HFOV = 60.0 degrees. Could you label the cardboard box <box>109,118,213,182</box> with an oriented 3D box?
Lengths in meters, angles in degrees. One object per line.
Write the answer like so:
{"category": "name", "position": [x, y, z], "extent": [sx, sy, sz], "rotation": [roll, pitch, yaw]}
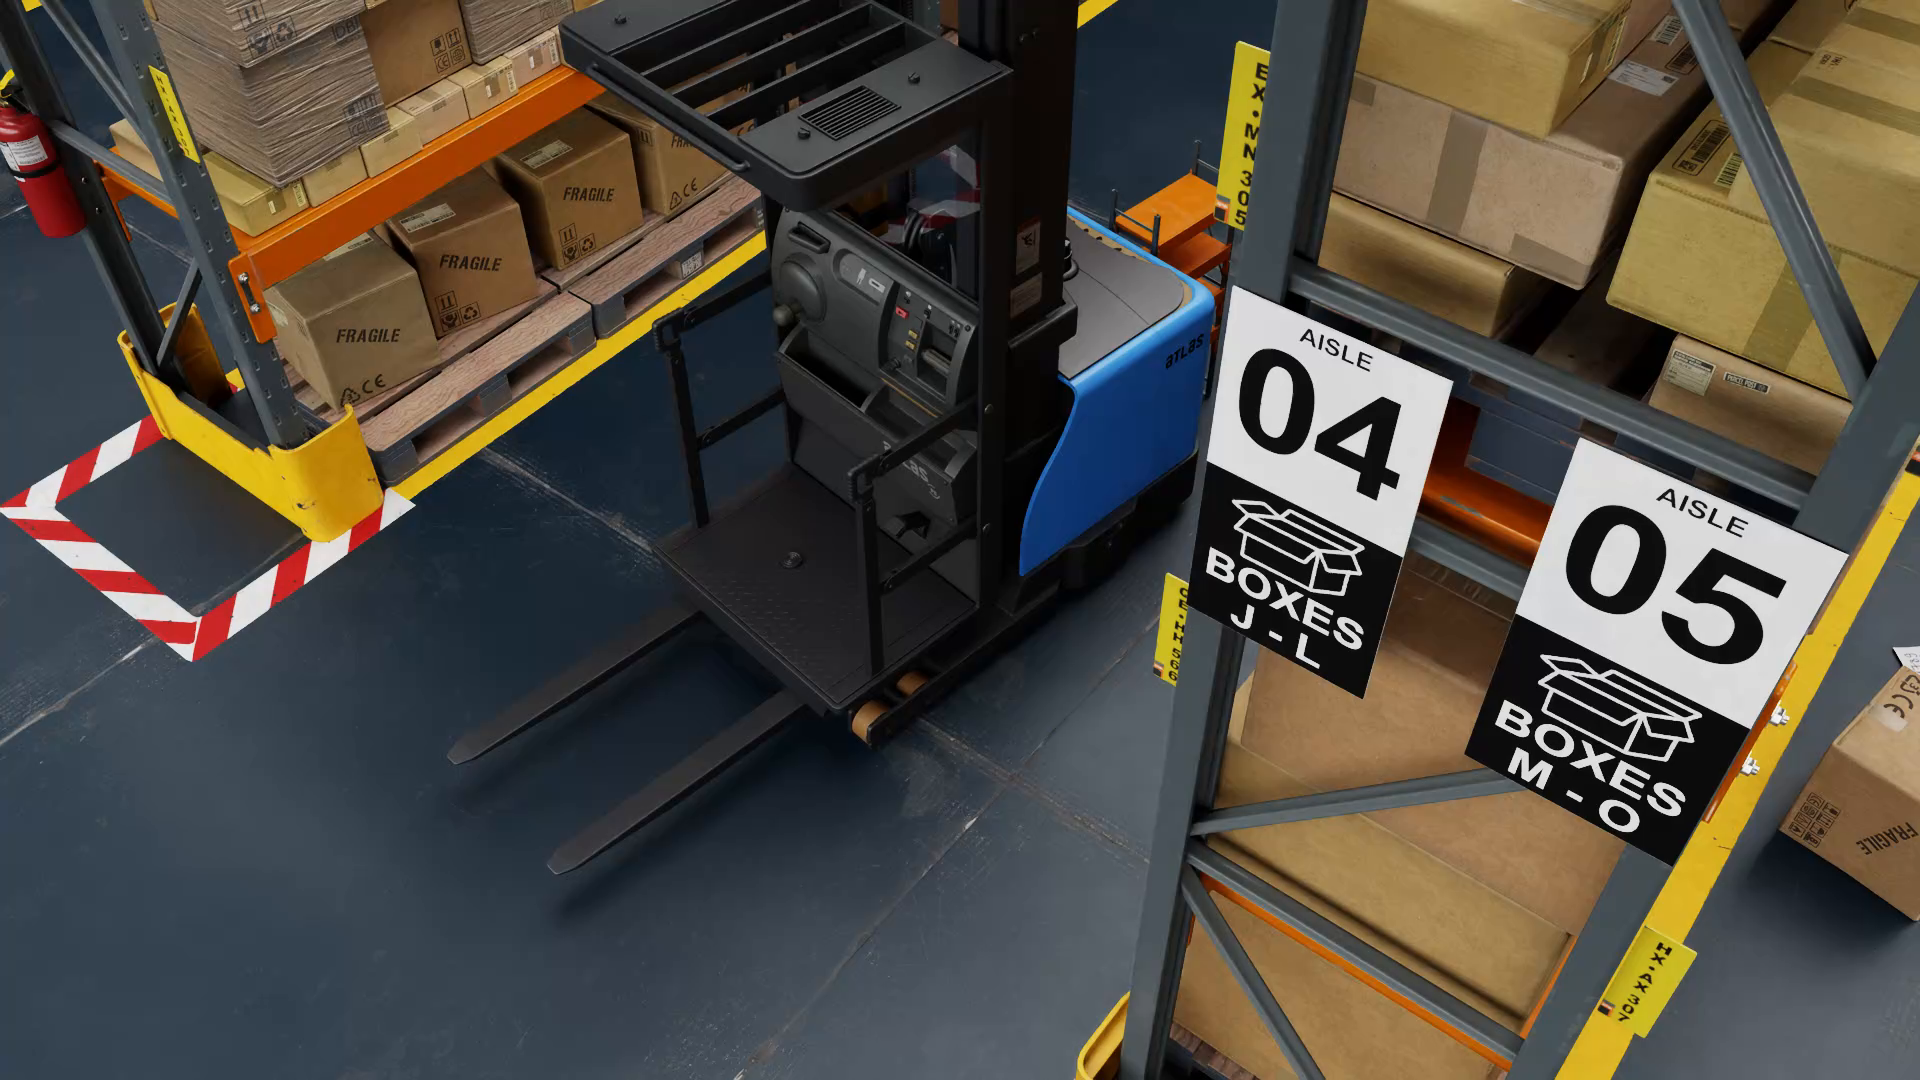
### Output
{"category": "cardboard box", "position": [-2.967, -1.487, 6.269], "extent": [0.380, 0.149, 0.250], "rotation": [29, 53, 25]}

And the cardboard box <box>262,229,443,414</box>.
{"category": "cardboard box", "position": [-2.583, -0.950, 7.022], "extent": [0.500, 0.500, 0.500], "rotation": [-33, 54, -27]}

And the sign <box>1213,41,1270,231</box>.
{"category": "sign", "position": [0.465, -0.631, 2.646], "extent": [0.100, 0.325, 0.005], "rotation": [29, 53, 25]}

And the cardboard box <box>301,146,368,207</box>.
{"category": "cardboard box", "position": [-2.447, -1.424, 6.210], "extent": [0.380, 0.149, 0.250], "rotation": [29, 53, 25]}

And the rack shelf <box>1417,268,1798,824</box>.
{"category": "rack shelf", "position": [2.108, -1.000, 4.054], "extent": [1.077, 0.370, 4.000], "rotation": [29, 53, 25]}

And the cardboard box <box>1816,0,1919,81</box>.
{"category": "cardboard box", "position": [1.496, -0.666, 2.500], "extent": [0.380, 0.149, 0.250], "rotation": [29, 53, 25]}

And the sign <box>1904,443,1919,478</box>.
{"category": "sign", "position": [1.321, -0.185, 2.119], "extent": [0.100, 0.325, 0.005], "rotation": [29, 53, 25]}

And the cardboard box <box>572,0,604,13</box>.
{"category": "cardboard box", "position": [-1.754, -2.646, 6.928], "extent": [0.875, 0.500, 0.500], "rotation": [29, 53, 25]}

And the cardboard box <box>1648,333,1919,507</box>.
{"category": "cardboard box", "position": [1.349, -0.252, 2.656], "extent": [0.380, 0.149, 0.250], "rotation": [30, 53, 25]}

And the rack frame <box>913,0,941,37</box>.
{"category": "rack frame", "position": [-0.532, -3.608, 8.122], "extent": [1.000, 3.000, 0.127], "rotation": [29, 53, 25]}

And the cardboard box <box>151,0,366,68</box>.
{"category": "cardboard box", "position": [-2.426, -1.996, 5.616], "extent": [0.500, 0.500, 0.500], "rotation": [29, 53, 25]}

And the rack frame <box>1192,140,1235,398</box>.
{"category": "rack frame", "position": [1.021, -1.109, 6.980], "extent": [0.015, 1.200, 0.240], "rotation": [-35, 55, -29]}

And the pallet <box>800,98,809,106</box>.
{"category": "pallet", "position": [-0.915, -2.245, 8.748], "extent": [1.003, 0.211, 1.213], "rotation": [29, 53, 25]}

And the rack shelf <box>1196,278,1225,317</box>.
{"category": "rack shelf", "position": [0.845, -0.940, 6.912], "extent": [0.480, 0.148, 0.258], "rotation": [-35, 55, -29]}

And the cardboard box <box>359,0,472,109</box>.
{"category": "cardboard box", "position": [-2.409, -2.098, 6.405], "extent": [0.875, 0.500, 0.500], "rotation": [29, 53, 25]}

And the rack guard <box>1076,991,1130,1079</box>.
{"category": "rack guard", "position": [0.871, 1.809, 4.676], "extent": [1.175, 0.500, 0.348], "rotation": [29, 53, 25]}

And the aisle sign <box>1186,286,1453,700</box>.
{"category": "aisle sign", "position": [0.605, -0.058, 2.934], "extent": [0.394, 0.787, 0.004], "rotation": [29, 53, 25]}

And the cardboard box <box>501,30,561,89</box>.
{"category": "cardboard box", "position": [-1.856, -2.008, 6.768], "extent": [0.380, 0.149, 0.250], "rotation": [29, 53, 25]}

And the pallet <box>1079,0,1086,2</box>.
{"category": "pallet", "position": [0.688, -3.792, 10.226], "extent": [1.003, 0.211, 1.213], "rotation": [29, 53, 25]}

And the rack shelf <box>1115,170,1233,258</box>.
{"category": "rack shelf", "position": [0.845, -1.258, 6.579], "extent": [0.480, 0.148, 0.258], "rotation": [-35, 55, -29]}

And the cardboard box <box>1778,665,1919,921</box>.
{"category": "cardboard box", "position": [3.194, 0.847, 5.593], "extent": [0.500, 0.500, 0.500], "rotation": [-33, 55, -28]}

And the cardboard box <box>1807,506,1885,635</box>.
{"category": "cardboard box", "position": [1.856, -0.304, 4.116], "extent": [0.875, 0.550, 0.550], "rotation": [29, 53, 25]}

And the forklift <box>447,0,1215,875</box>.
{"category": "forklift", "position": [-0.450, -0.701, 5.392], "extent": [3.031, 2.935, 1.130], "rotation": [-35, 55, -29]}

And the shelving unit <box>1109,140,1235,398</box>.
{"category": "shelving unit", "position": [0.845, -0.987, 6.863], "extent": [0.503, 1.200, 0.258], "rotation": [-35, 55, -29]}

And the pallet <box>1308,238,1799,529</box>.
{"category": "pallet", "position": [1.331, -0.503, 3.143], "extent": [1.003, 0.211, 1.213], "rotation": [29, 53, 25]}

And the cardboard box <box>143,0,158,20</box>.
{"category": "cardboard box", "position": [-2.837, -2.226, 5.835], "extent": [0.500, 0.500, 0.500], "rotation": [29, 53, 25]}

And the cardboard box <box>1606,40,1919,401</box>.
{"category": "cardboard box", "position": [1.384, -0.498, 2.615], "extent": [0.500, 0.250, 0.500], "rotation": [29, 53, 25]}

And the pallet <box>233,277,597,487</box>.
{"category": "pallet", "position": [-2.406, -0.848, 7.415], "extent": [1.003, 0.211, 1.213], "rotation": [29, 53, 25]}

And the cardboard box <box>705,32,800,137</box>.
{"category": "cardboard box", "position": [-1.152, -2.347, 8.356], "extent": [0.500, 0.500, 0.500], "rotation": [-26, 52, -23]}

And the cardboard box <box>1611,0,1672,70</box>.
{"category": "cardboard box", "position": [0.977, -0.958, 2.779], "extent": [0.380, 0.149, 0.250], "rotation": [29, 53, 25]}

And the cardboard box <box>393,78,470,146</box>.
{"category": "cardboard box", "position": [-2.146, -1.713, 6.486], "extent": [0.380, 0.149, 0.250], "rotation": [29, 53, 25]}

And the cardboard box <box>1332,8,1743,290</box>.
{"category": "cardboard box", "position": [0.964, -0.739, 2.845], "extent": [0.500, 0.250, 0.500], "rotation": [30, 53, 25]}

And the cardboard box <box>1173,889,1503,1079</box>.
{"category": "cardboard box", "position": [1.248, 1.103, 4.801], "extent": [0.875, 0.875, 0.875], "rotation": [29, 53, 25]}

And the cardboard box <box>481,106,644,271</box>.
{"category": "cardboard box", "position": [-1.846, -1.658, 7.697], "extent": [0.500, 0.500, 0.500], "rotation": [34, 55, 28]}

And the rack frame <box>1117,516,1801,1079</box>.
{"category": "rack frame", "position": [0.886, 0.932, 3.786], "extent": [1.000, 3.000, 0.127], "rotation": [29, 53, 25]}

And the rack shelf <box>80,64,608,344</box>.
{"category": "rack shelf", "position": [-1.755, -2.215, 7.289], "extent": [1.077, 0.370, 4.000], "rotation": [29, 53, 25]}
